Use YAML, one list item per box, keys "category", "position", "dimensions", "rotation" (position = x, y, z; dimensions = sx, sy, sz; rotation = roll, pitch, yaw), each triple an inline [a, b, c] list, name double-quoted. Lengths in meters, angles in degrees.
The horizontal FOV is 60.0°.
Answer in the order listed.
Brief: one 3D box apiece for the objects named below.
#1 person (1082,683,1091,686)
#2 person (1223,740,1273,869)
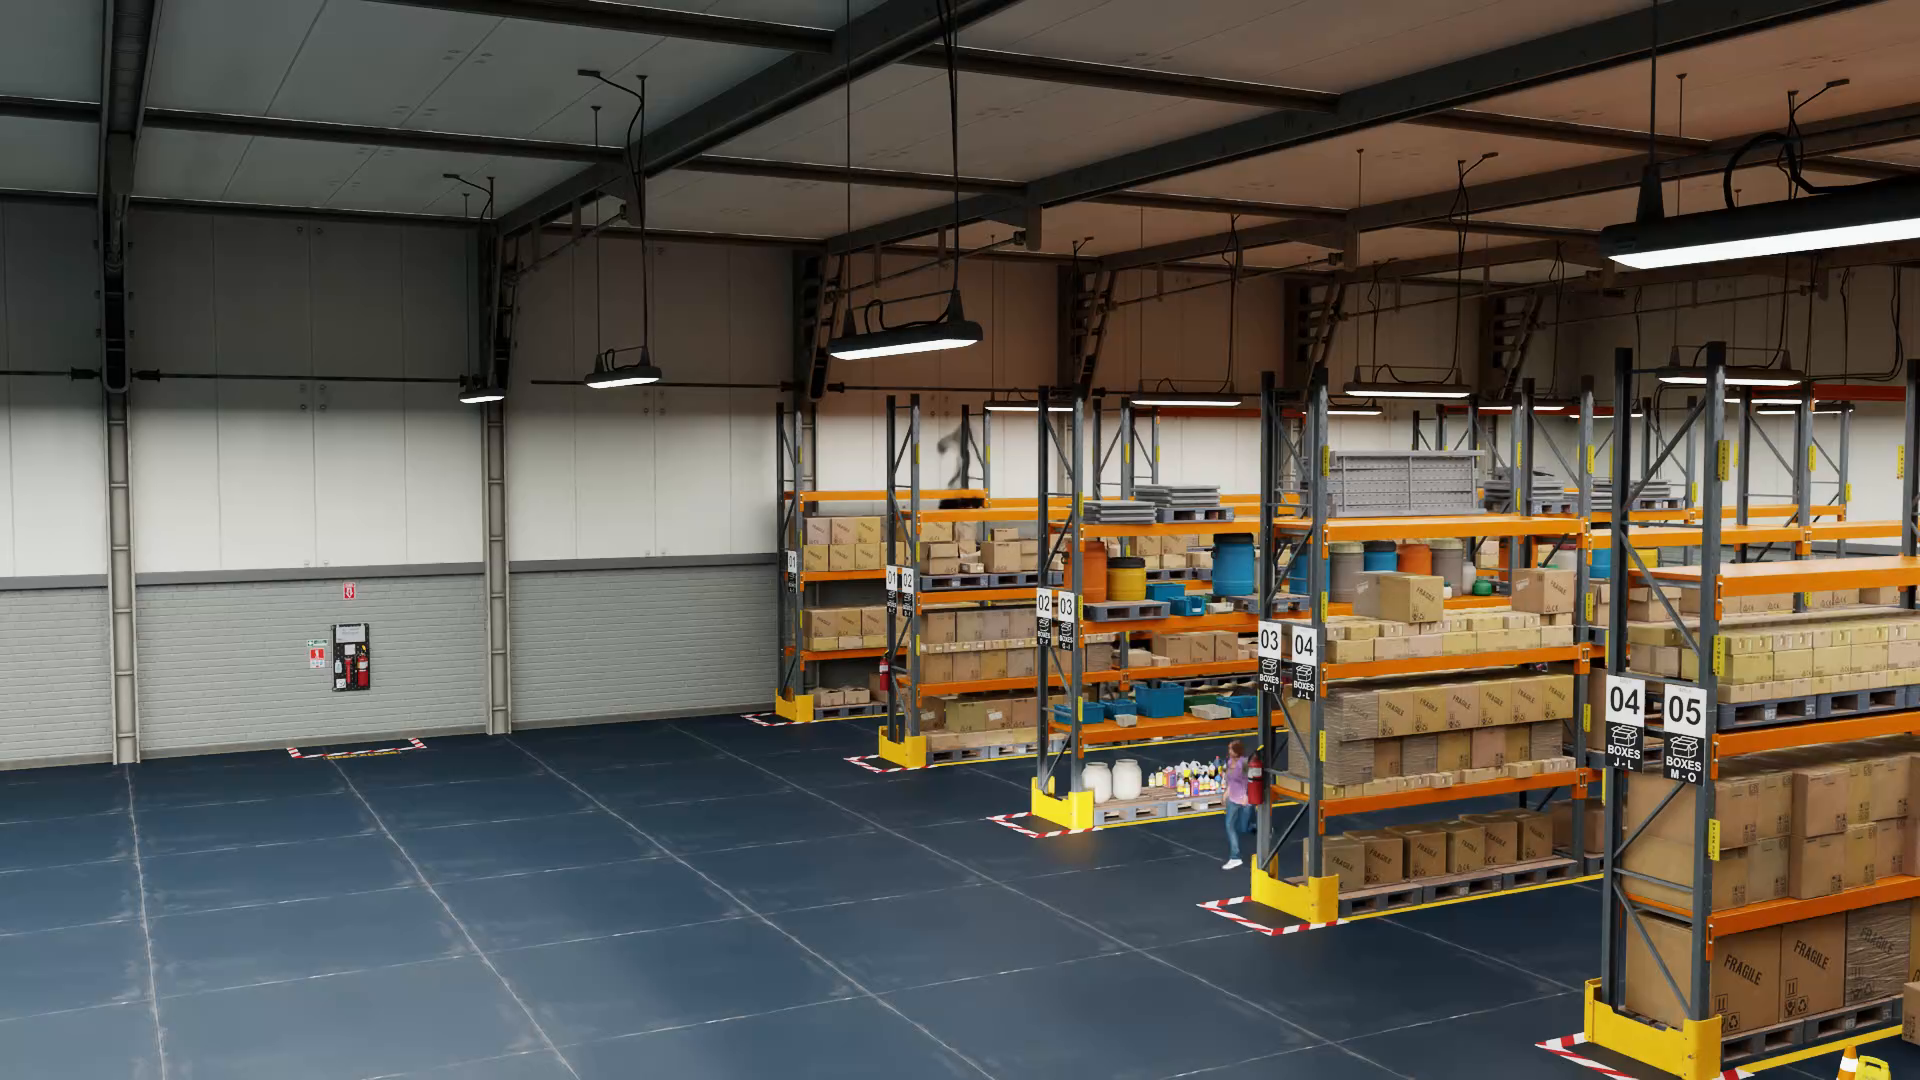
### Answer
- category: "person"
  position: [2.300, 2.527, 30.499]
  dimensions: [0.850, 1.829, 0.643]
  rotation: [-2, 4, -34]
- category: "person"
  position: [3.520, 3.240, 20.548]
  dimensions: [0.787, 1.570, 0.549]
  rotation: [-2, 4, -32]
